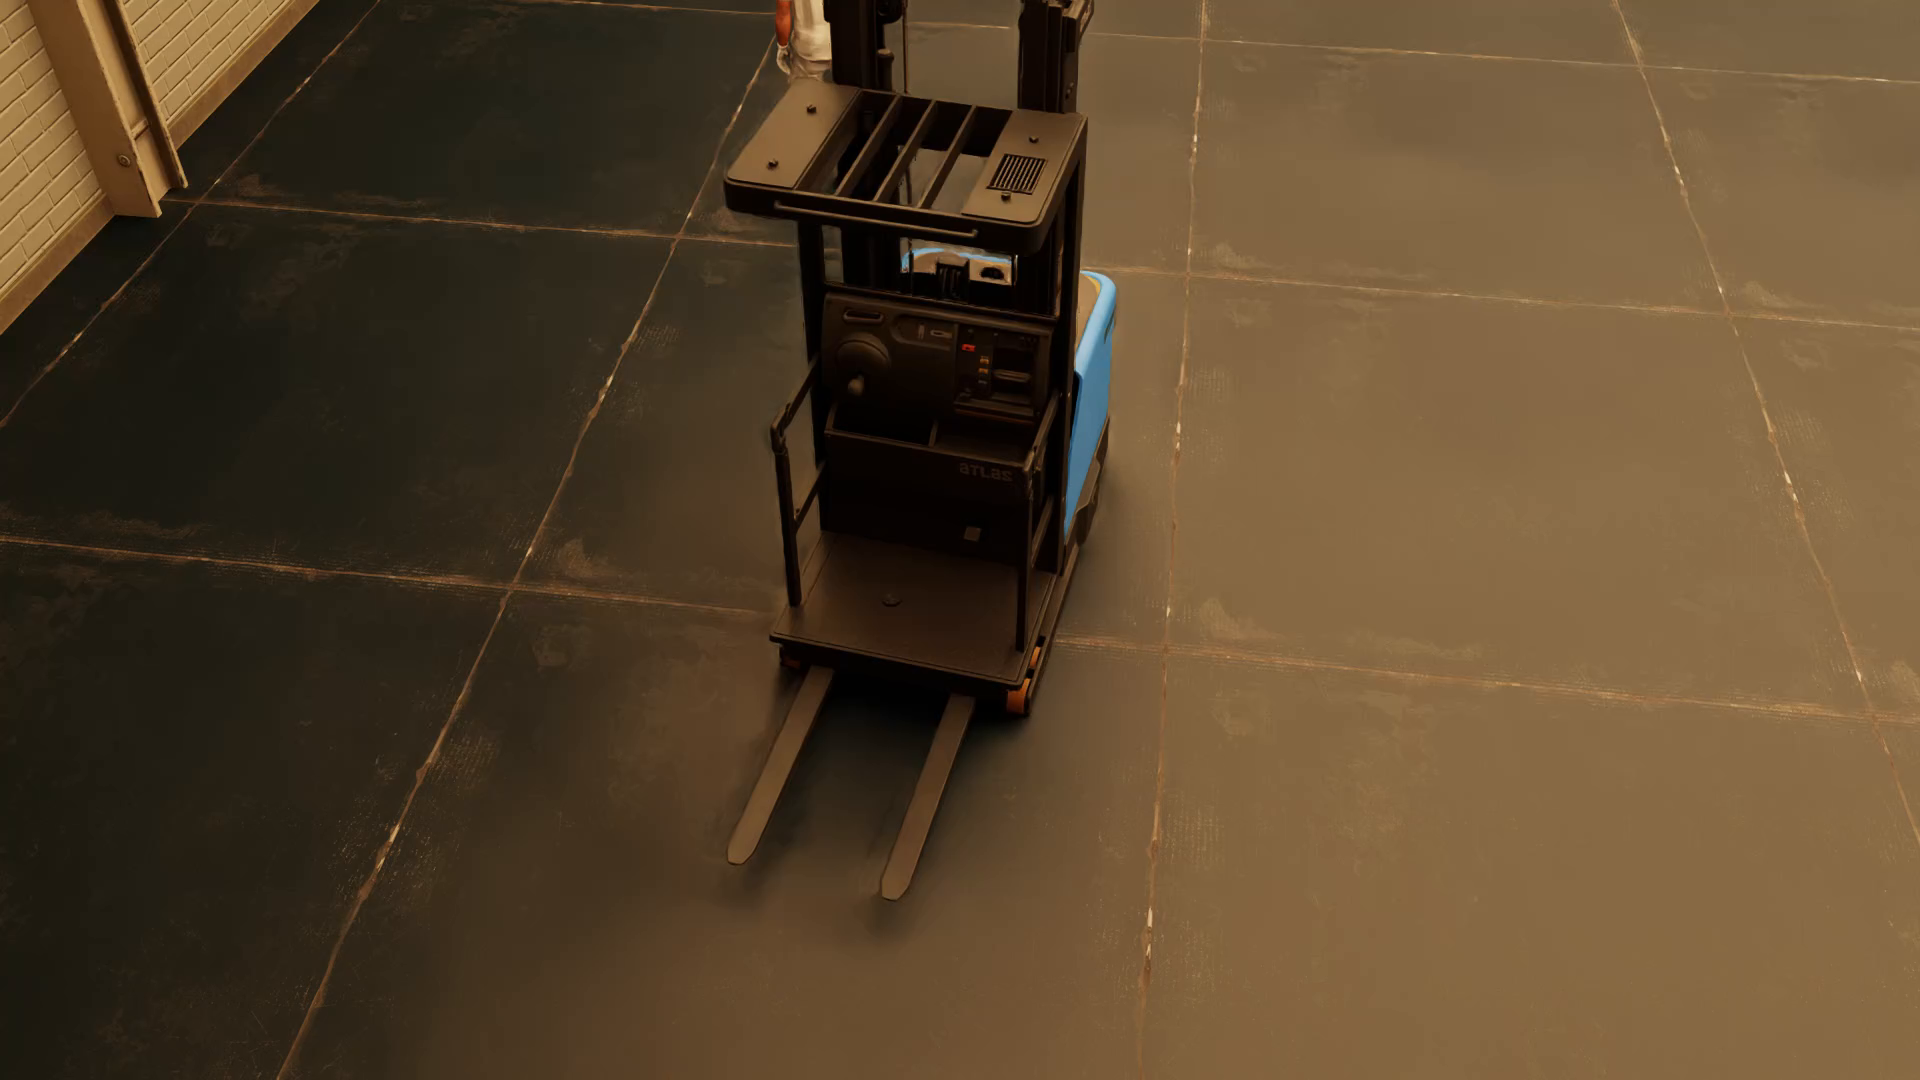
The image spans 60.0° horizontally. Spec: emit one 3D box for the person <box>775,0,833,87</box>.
[{"bbox_3d":[-0.782,-2.930,9.726,0.609,1.718,0.434,-9,43,-9],"label":"person"}]

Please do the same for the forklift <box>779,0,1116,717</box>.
[{"bbox_3d":[-0.154,-0.633,6.414,1.130,2.935,3.031,11,44,11],"label":"forklift"}]
